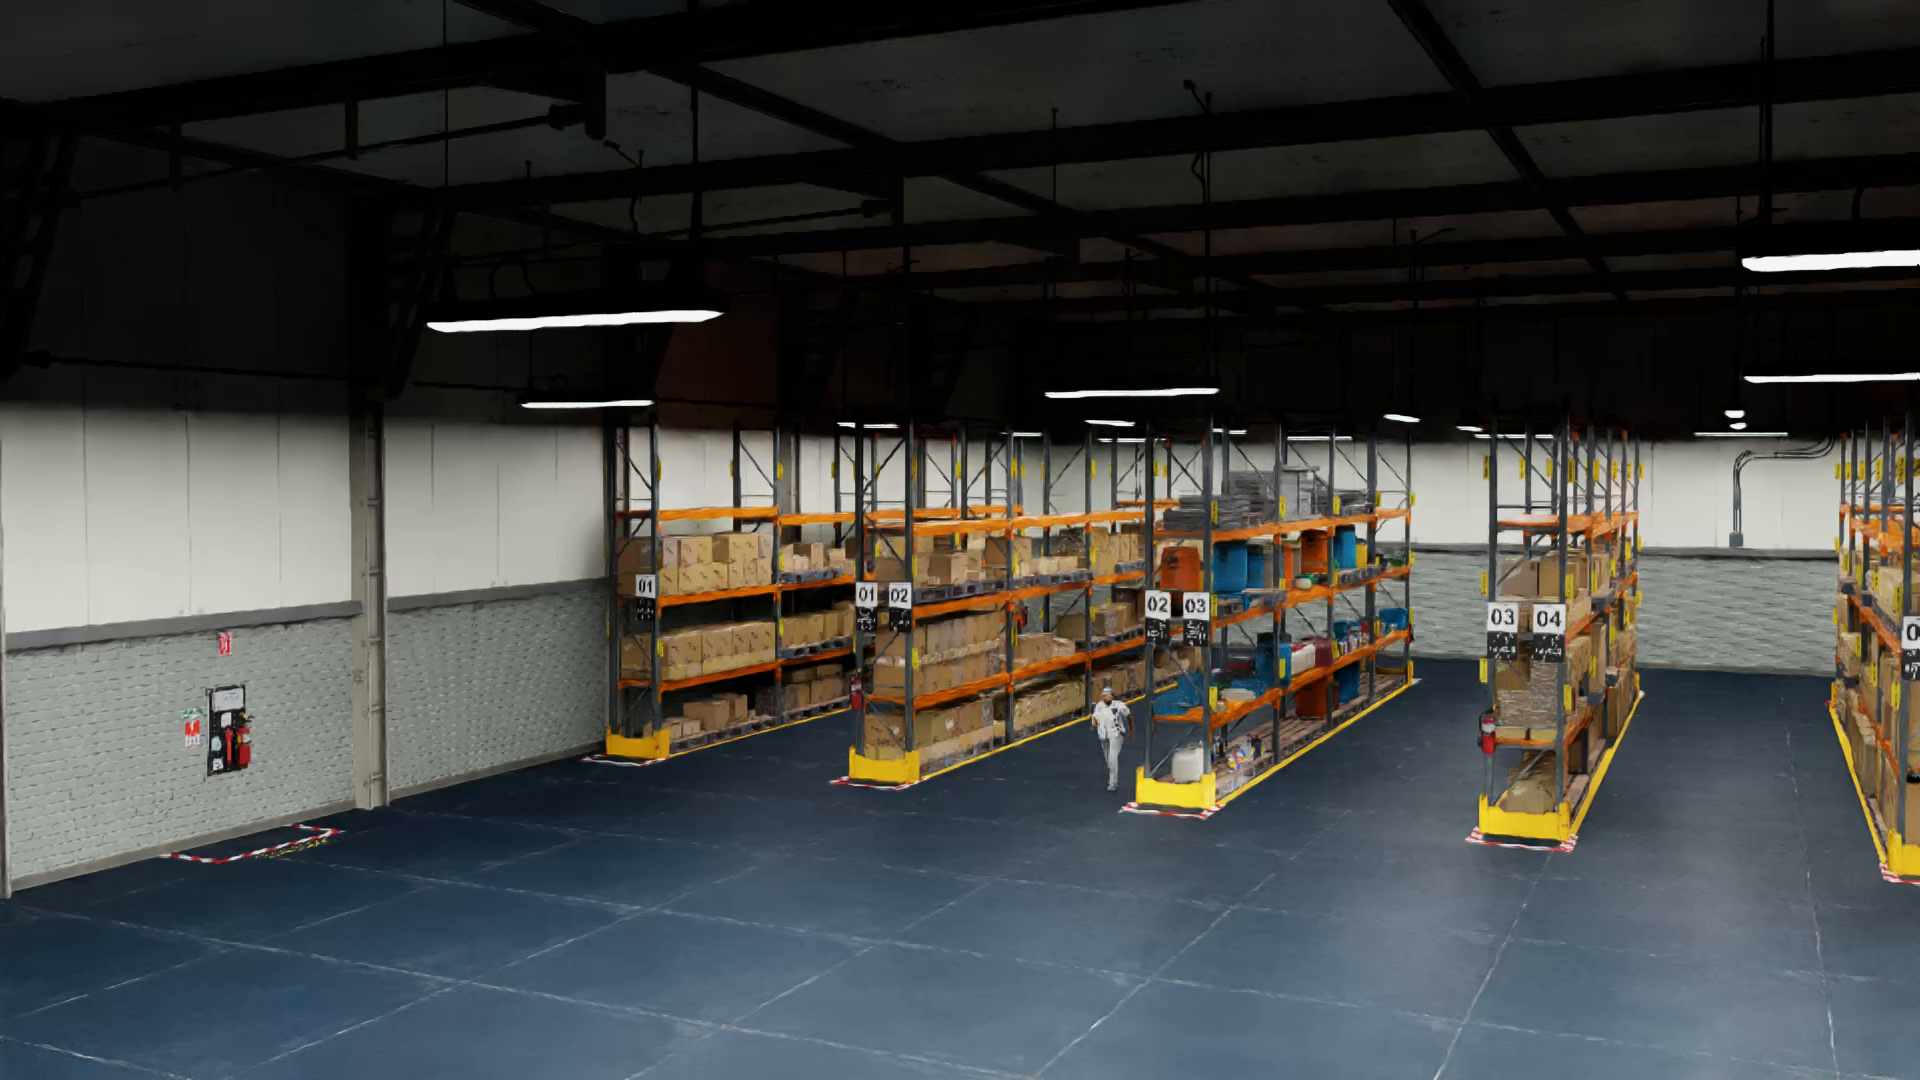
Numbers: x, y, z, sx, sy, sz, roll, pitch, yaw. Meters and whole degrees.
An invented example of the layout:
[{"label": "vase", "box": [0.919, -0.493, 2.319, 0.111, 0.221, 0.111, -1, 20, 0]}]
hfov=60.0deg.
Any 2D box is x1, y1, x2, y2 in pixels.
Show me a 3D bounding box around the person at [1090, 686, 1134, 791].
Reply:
[{"label": "person", "box": [2.388, 3.098, 26.303, 0.628, 1.599, 0.828, 1, 3, 31]}]
